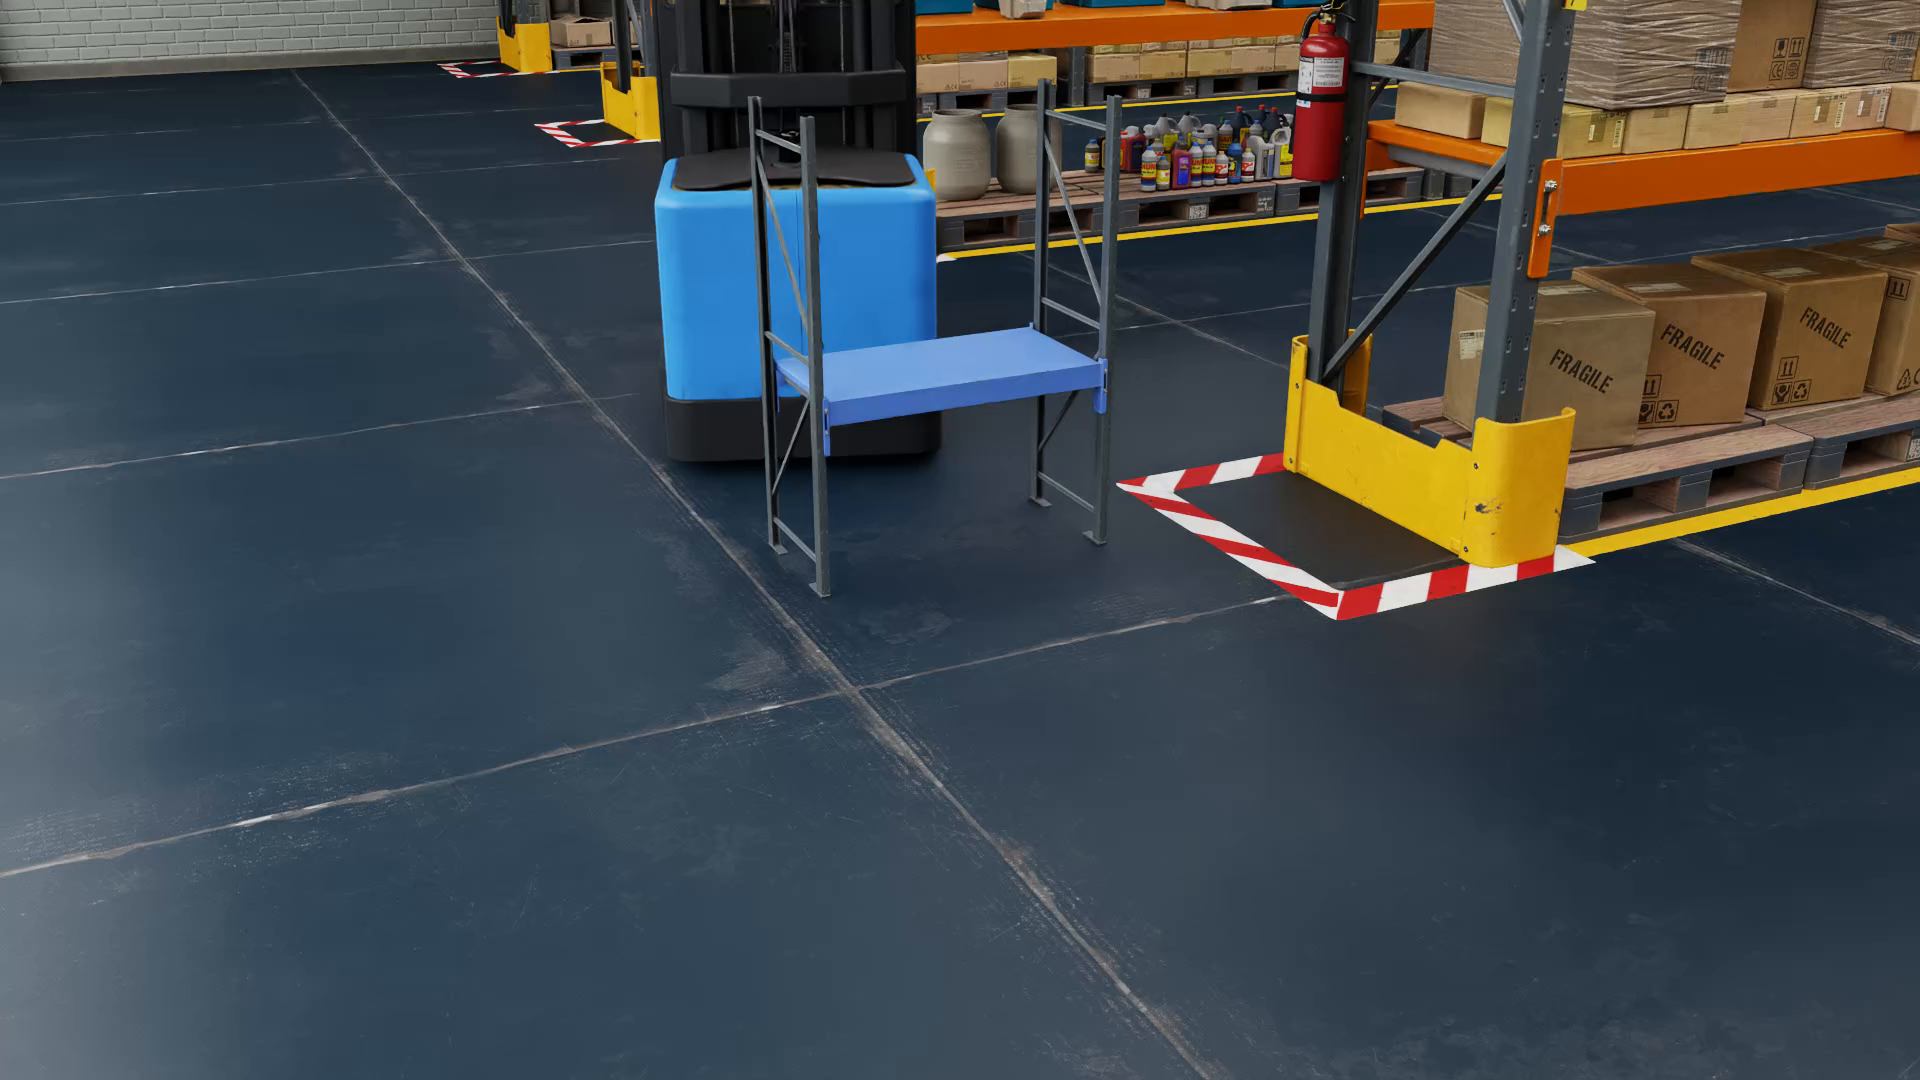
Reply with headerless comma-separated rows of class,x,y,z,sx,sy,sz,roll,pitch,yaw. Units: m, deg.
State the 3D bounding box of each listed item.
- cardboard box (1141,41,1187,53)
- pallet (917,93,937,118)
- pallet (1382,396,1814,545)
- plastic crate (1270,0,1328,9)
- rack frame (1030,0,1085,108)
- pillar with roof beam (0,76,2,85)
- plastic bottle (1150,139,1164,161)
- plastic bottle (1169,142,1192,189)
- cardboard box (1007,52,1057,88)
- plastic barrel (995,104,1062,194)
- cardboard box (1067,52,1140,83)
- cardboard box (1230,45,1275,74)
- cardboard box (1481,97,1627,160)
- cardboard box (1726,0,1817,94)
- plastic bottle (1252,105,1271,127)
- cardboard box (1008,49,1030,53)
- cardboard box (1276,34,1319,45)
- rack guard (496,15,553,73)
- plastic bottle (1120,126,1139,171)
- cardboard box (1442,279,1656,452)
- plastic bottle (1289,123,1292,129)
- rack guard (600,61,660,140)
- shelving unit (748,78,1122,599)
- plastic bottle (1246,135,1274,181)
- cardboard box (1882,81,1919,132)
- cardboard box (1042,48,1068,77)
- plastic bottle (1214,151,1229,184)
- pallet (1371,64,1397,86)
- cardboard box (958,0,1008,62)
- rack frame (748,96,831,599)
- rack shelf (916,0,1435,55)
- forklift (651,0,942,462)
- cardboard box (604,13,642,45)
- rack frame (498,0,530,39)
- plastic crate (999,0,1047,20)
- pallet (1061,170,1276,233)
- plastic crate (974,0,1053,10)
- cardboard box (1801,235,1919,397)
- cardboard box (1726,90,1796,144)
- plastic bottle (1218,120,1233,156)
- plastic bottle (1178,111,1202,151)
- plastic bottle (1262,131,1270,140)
cardboard box,1.815,-4.826,15.799,0.500,0.311,0.500,-11,25,-24
pallet,-0.954,-3.970,15.064,1.213,0.211,1.003,-10,25,-24
pallet,2.386,-0.348,6.315,1.213,0.211,1.003,-10,25,-24
plastic crate,2.147,-3.526,10.540,0.616,0.251,0.499,-10,25,-24
rack frame,0.881,-5.579,15.307,0.127,3.000,1.000,-10,25,-24
pillar with roof beam,-8.158,-7.330,11.691,0.400,9.000,9.100,-10,25,-24
plastic bottle,1.322,-2.590,11.168,0.097,0.201,0.097,0,22,0
plastic bottle,1.403,-2.381,10.556,0.133,0.283,0.061,-10,25,-23
cardboard box,0.558,-4.351,15.384,0.500,0.250,0.500,-10,25,-24
plastic barrel,0.433,-2.471,10.502,0.421,0.512,0.421,0,22,0
cardboard box,1.352,-4.484,15.708,0.500,0.250,0.500,-11,25,-25
cardboard box,2.738,-4.740,16.324,0.500,0.250,0.500,-10,24,-23
cardboard box,1.930,-1.350,5.418,0.250,0.149,0.380,-10,25,-24
cardboard box,2.476,-1.891,5.876,0.500,0.500,0.875,-10,25,-24
plastic bottle,2.119,-2.860,11.626,0.185,0.351,0.144,-10,24,-22
cardboard box,0.328,-4.880,15.684,0.500,0.500,0.500,-10,25,-24
cardboard box,3.199,-5.083,16.419,0.500,0.311,0.500,-11,25,-24
rack guard,-4.806,-5.480,18.335,0.348,0.500,1.175,-10,25,-24
plastic bottle,1.126,-2.641,11.194,0.135,0.276,0.152,-10,25,-23
cardboard box,2.140,-0.638,6.089,0.500,0.500,0.500,-6,23,-14
plastic bottle,2.316,-2.818,11.613,0.133,0.283,0.061,-10,25,-24
rack guard,-2.745,-3.757,14.172,0.348,0.500,1.175,-10,25,-24
shelving unit,-0.077,-0.679,5.429,1.048,1.500,0.538,-10,25,-24
plastic bottle,1.959,-2.499,10.852,0.135,0.276,0.152,-10,24,-23
cardboard box,3.324,-1.566,5.939,0.250,0.149,0.380,-10,25,-24
cardboard box,1.129,-4.672,16.160,0.500,0.250,0.500,-11,25,-24
plastic bottle,1.679,-2.402,10.714,0.097,0.201,0.097,0,22,0
pallet,3.727,-4.831,17.145,1.213,0.211,1.003,-10,25,-24
cardboard box,0.103,-4.618,15.050,0.500,0.500,0.500,-10,25,-24
rack frame,-0.535,-0.594,5.225,0.032,1.500,0.500,-10,25,-24
rack shelf,1.224,-3.207,10.517,4.000,0.370,1.077,-10,25,-24
forklift,-0.756,-2.175,7.172,1.130,2.935,3.031,-3,23,-6
cardboard box,-3.699,-5.762,18.687,0.500,0.311,0.500,-8,24,-19
rack frame,-4.875,-6.622,17.826,0.127,3.000,1.000,-10,25,-24
plastic crate,0.368,-3.124,9.719,0.250,0.136,0.298,-10,25,-24
pallet,1.302,-2.282,10.988,1.213,0.211,1.003,-10,25,-24
plastic crate,0.331,-3.431,10.312,0.408,0.251,0.499,-10,25,-24
cardboard box,3.758,-0.924,6.778,0.500,0.500,0.500,-13,26,-28
cardboard box,2.612,-1.470,5.708,0.250,0.149,0.380,-10,25,-24
plastic bottle,1.832,-2.755,11.475,0.097,0.271,0.097,0,22,0
plastic bottle,1.566,-2.758,11.380,0.185,0.351,0.144,-11,25,-24
plastic bottle,2.039,-2.559,10.987,0.133,0.283,0.061,-10,25,-24
